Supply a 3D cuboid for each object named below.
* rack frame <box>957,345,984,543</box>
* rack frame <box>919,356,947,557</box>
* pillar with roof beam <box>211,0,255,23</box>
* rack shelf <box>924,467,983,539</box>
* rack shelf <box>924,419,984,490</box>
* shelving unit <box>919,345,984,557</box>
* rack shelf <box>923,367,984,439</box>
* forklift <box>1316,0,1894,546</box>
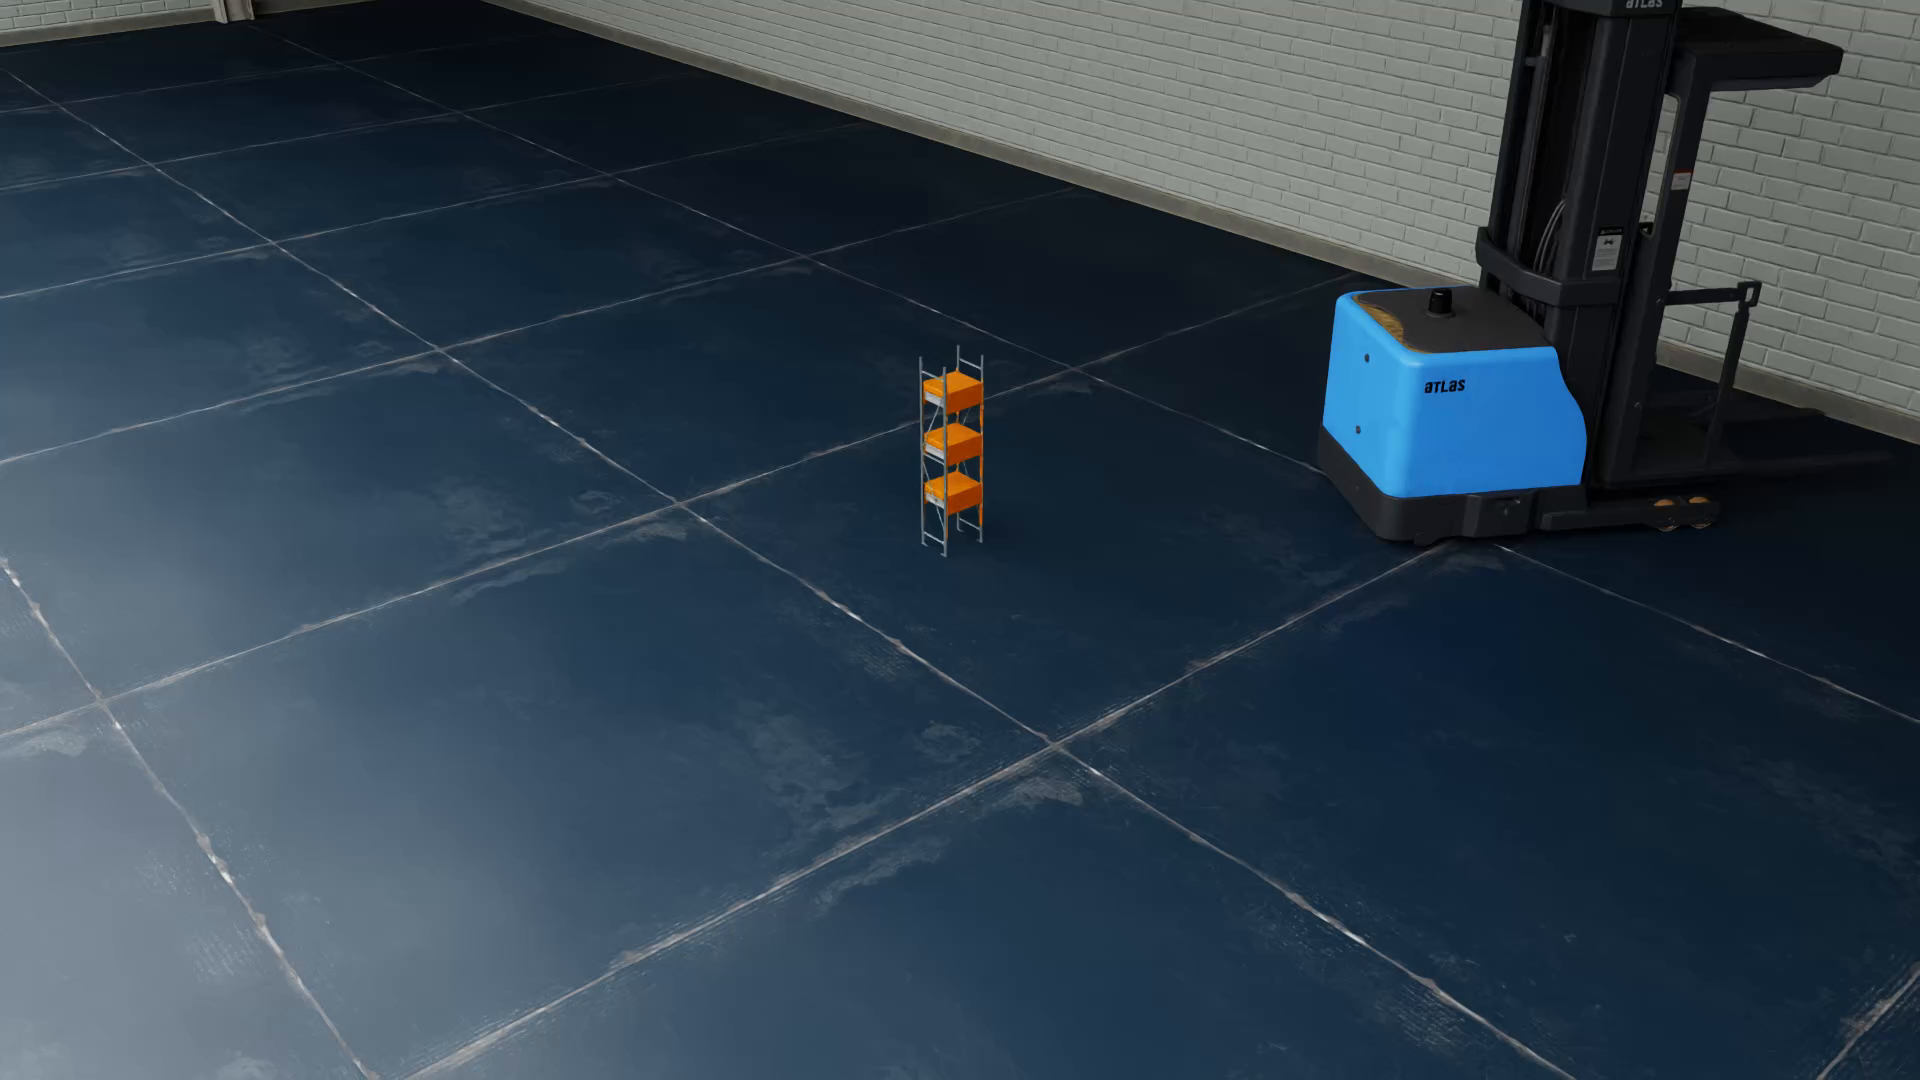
[{"bbox_3d":[0.052,-0.484,8.542,0.008,1.050,0.200,-22,35,-35],"label":"rack frame"},{"bbox_3d":[-0.134,-0.409,8.402,0.008,1.050,0.200,-22,35,-35],"label":"rack frame"},{"bbox_3d":[-6.410,-9.034,16.106,0.400,9.000,9.100,-22,35,-35],"label":"pillar with roof beam"},{"bbox_3d":[-0.041,-0.192,8.608,0.240,0.259,0.215,-22,35,-35],"label":"rack shelf"},{"bbox_3d":[-0.041,-0.437,8.477,0.240,0.259,0.215,-22,35,-35],"label":"rack shelf"},{"bbox_3d":[-0.041,-0.447,8.472,0.252,1.050,0.215,-22,35,-35],"label":"shelving unit"},{"bbox_3d":[-0.041,-0.688,8.343,0.240,0.259,0.215,-22,35,-35],"label":"rack shelf"},{"bbox_3d":[3.579,-1.581,8.598,3.031,2.935,1.130,-5,28,-9],"label":"forklift"}]
